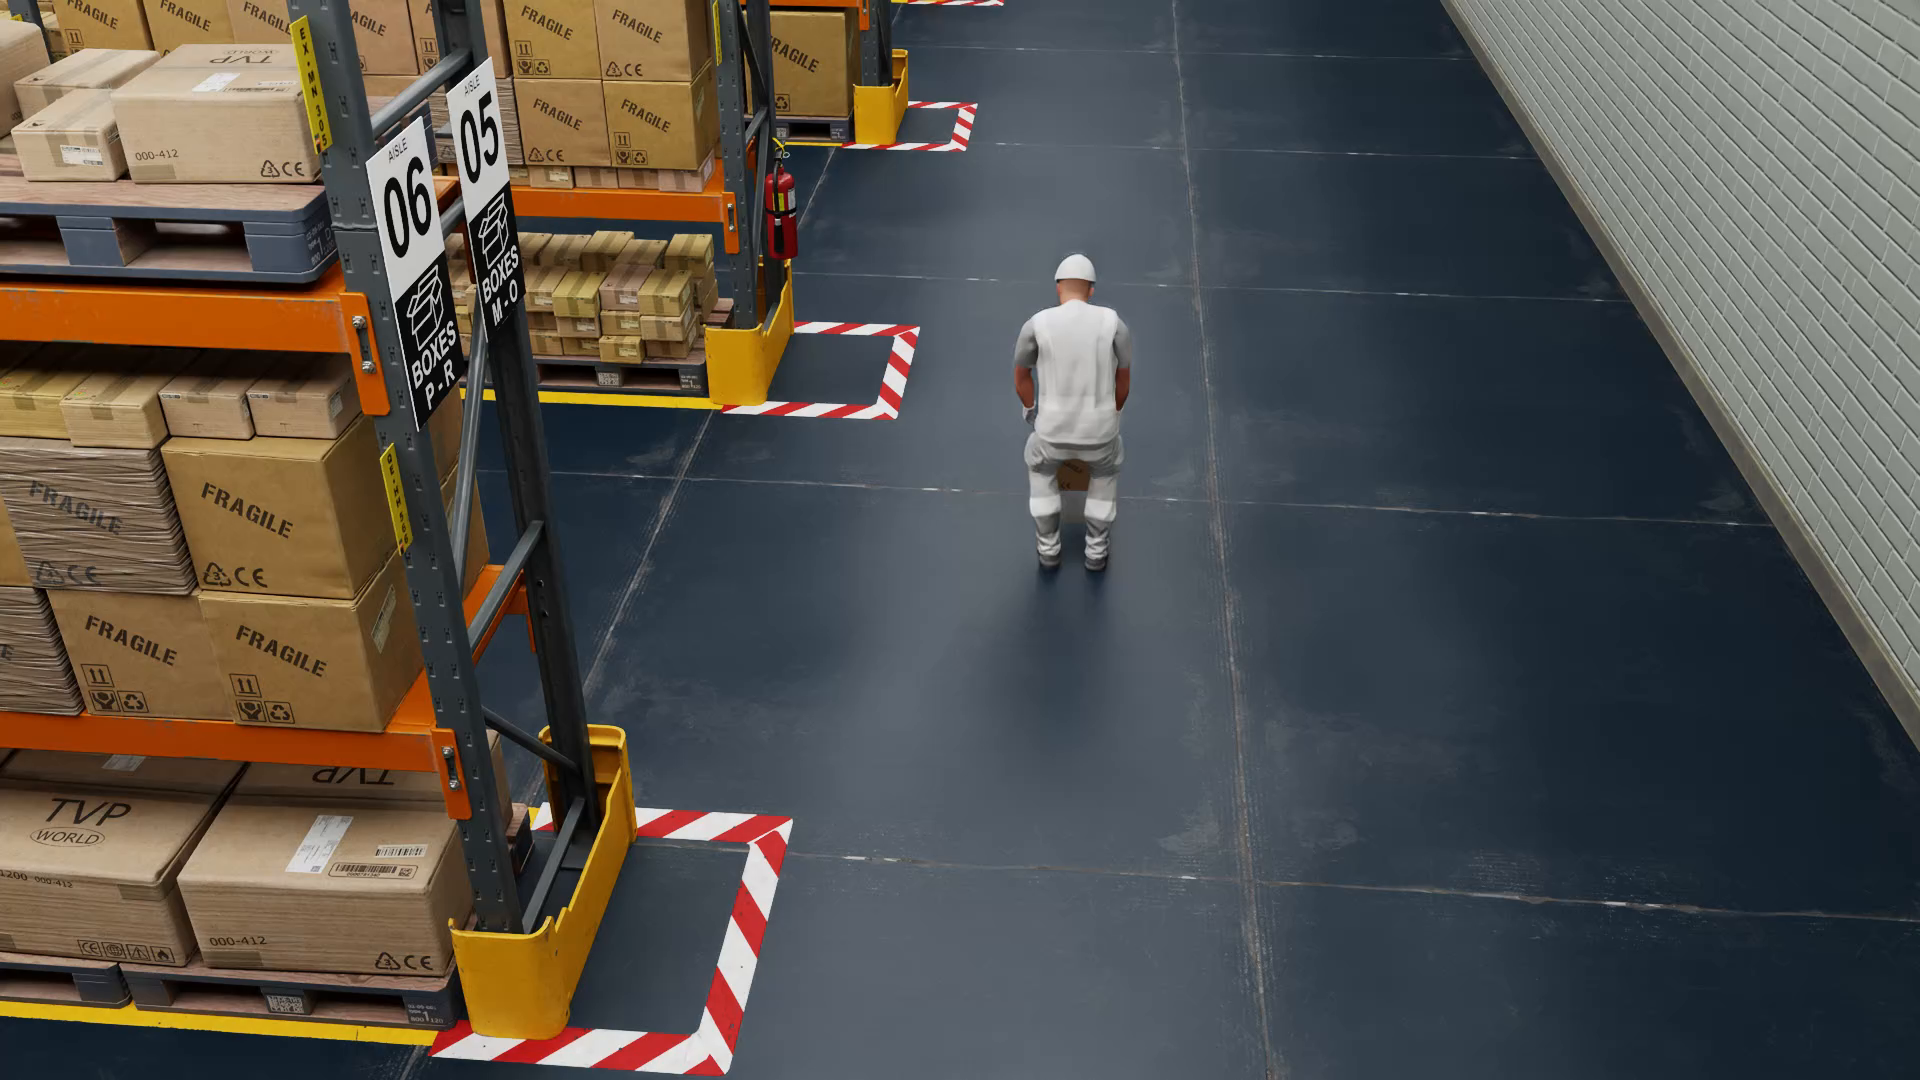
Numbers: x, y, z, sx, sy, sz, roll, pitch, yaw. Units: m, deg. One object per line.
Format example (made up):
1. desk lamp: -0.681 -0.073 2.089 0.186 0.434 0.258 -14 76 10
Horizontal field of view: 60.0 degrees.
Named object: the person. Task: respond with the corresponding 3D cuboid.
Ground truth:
1. person: 0.550 -0.606 8.295 0.575 1.580 0.647 3 32 5
